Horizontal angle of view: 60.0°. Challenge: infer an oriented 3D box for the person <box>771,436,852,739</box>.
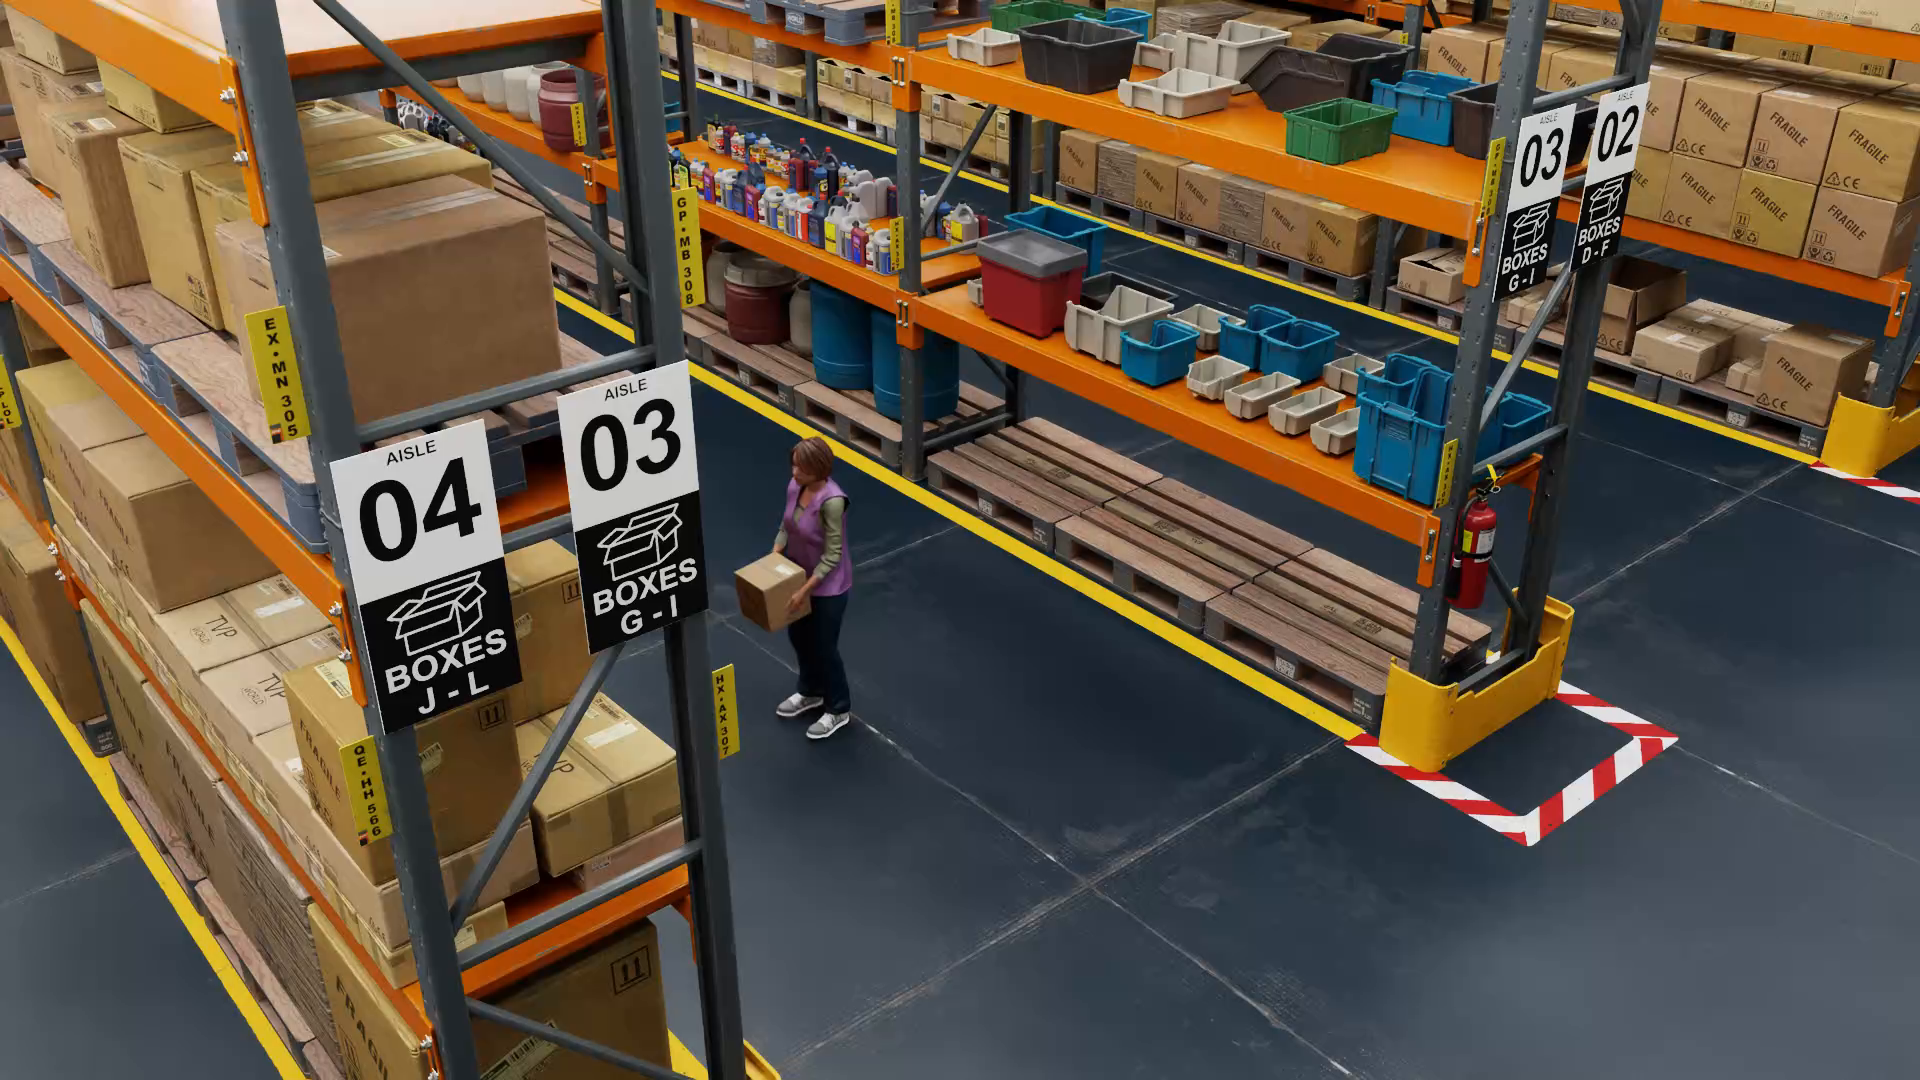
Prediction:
[{"bbox_3d":[-0.753,0.237,8.188,0.436,1.603,0.443,-23,36,-35],"label":"person"}]
